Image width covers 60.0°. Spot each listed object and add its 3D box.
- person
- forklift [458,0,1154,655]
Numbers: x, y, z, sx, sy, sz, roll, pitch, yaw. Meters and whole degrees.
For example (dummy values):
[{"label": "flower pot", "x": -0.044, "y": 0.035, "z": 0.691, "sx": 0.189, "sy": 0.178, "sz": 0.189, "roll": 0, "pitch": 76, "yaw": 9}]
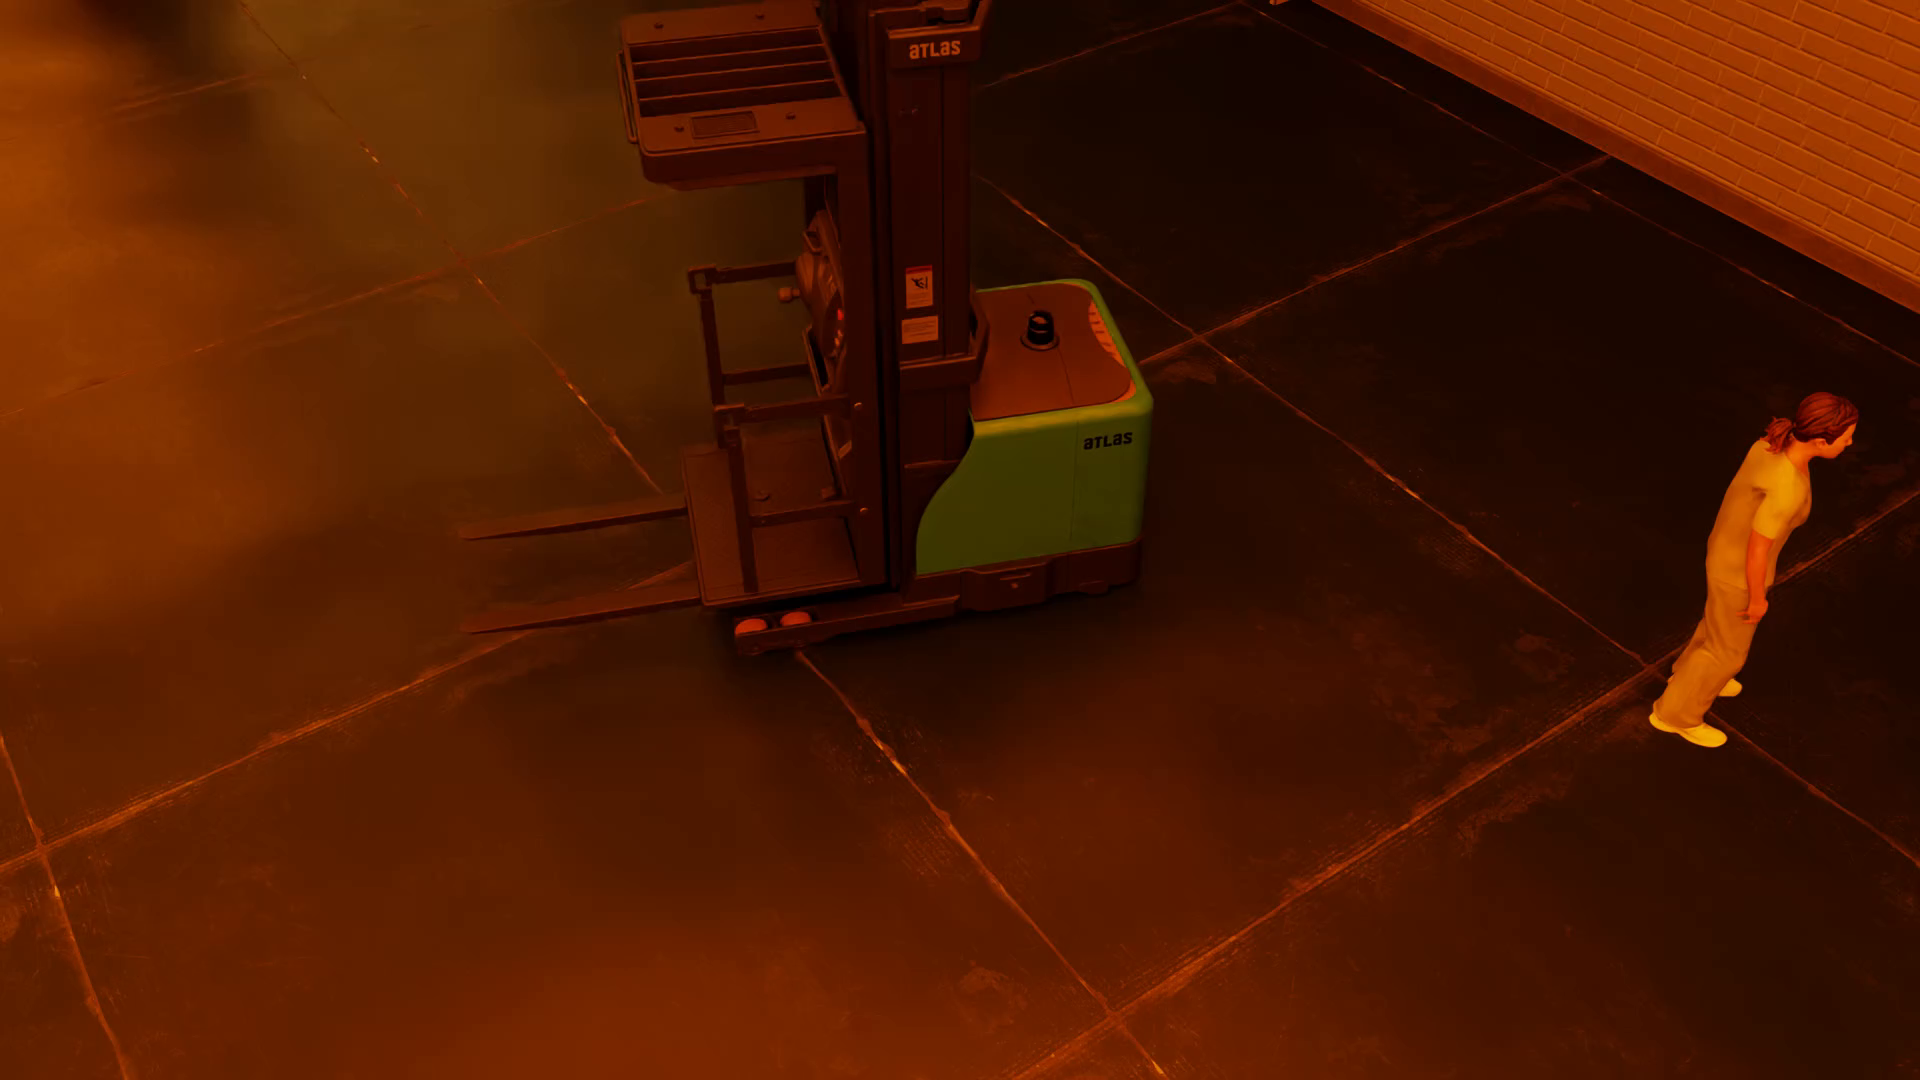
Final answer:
[{"label": "person", "x": 3.122, "y": 0.111, "z": 6.532, "sx": 0.391, "sy": 1.677, "sz": 0.497, "roll": 14, "pitch": 44, "yaw": 14}, {"label": "forklift", "x": -0.742, "y": -0.965, "z": 6.763, "sx": 3.031, "sy": 2.935, "sz": 1.130, "roll": -9, "pitch": 43, "yaw": -9}]
